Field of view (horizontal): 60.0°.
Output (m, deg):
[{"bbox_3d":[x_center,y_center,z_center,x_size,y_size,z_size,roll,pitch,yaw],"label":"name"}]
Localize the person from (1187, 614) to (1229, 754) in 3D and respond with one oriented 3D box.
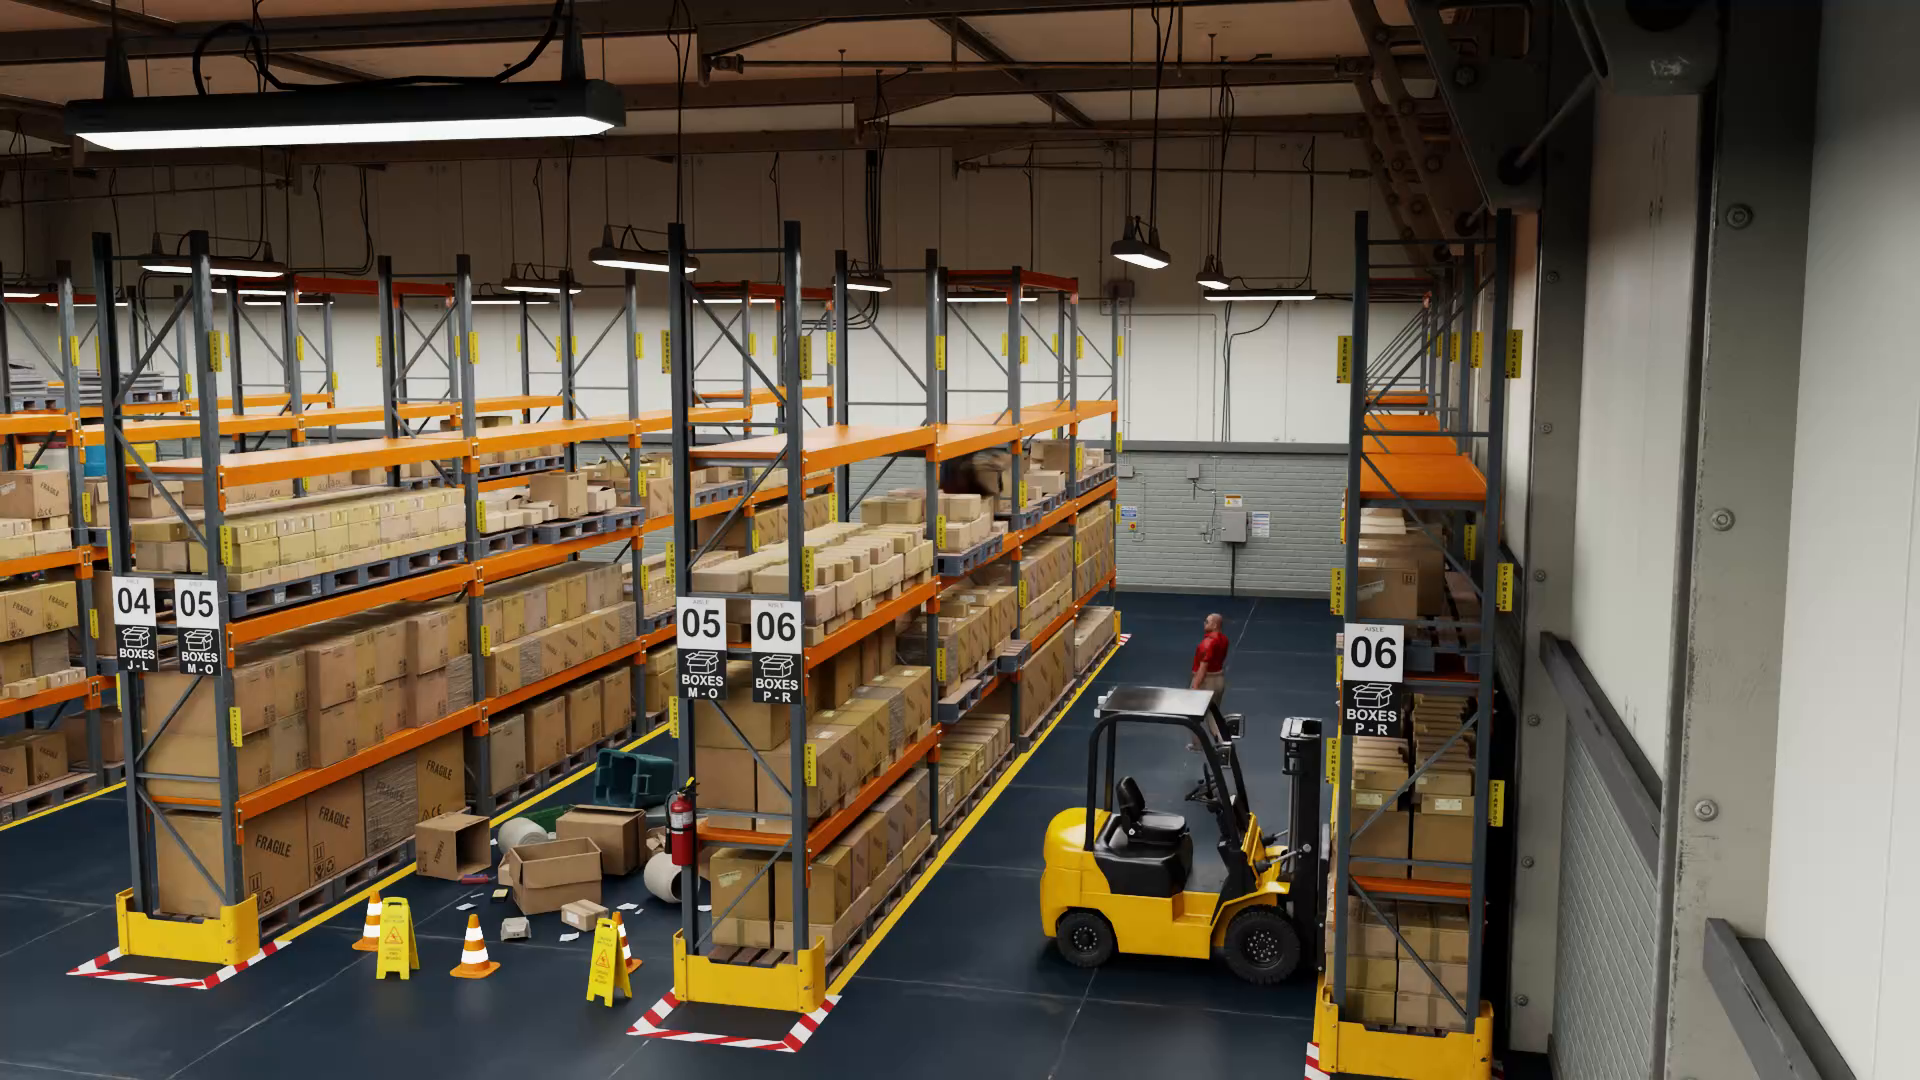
[{"bbox_3d":[2.866,1.734,19.448,0.588,1.778,0.570,-4,8,-32],"label":"person"}]
